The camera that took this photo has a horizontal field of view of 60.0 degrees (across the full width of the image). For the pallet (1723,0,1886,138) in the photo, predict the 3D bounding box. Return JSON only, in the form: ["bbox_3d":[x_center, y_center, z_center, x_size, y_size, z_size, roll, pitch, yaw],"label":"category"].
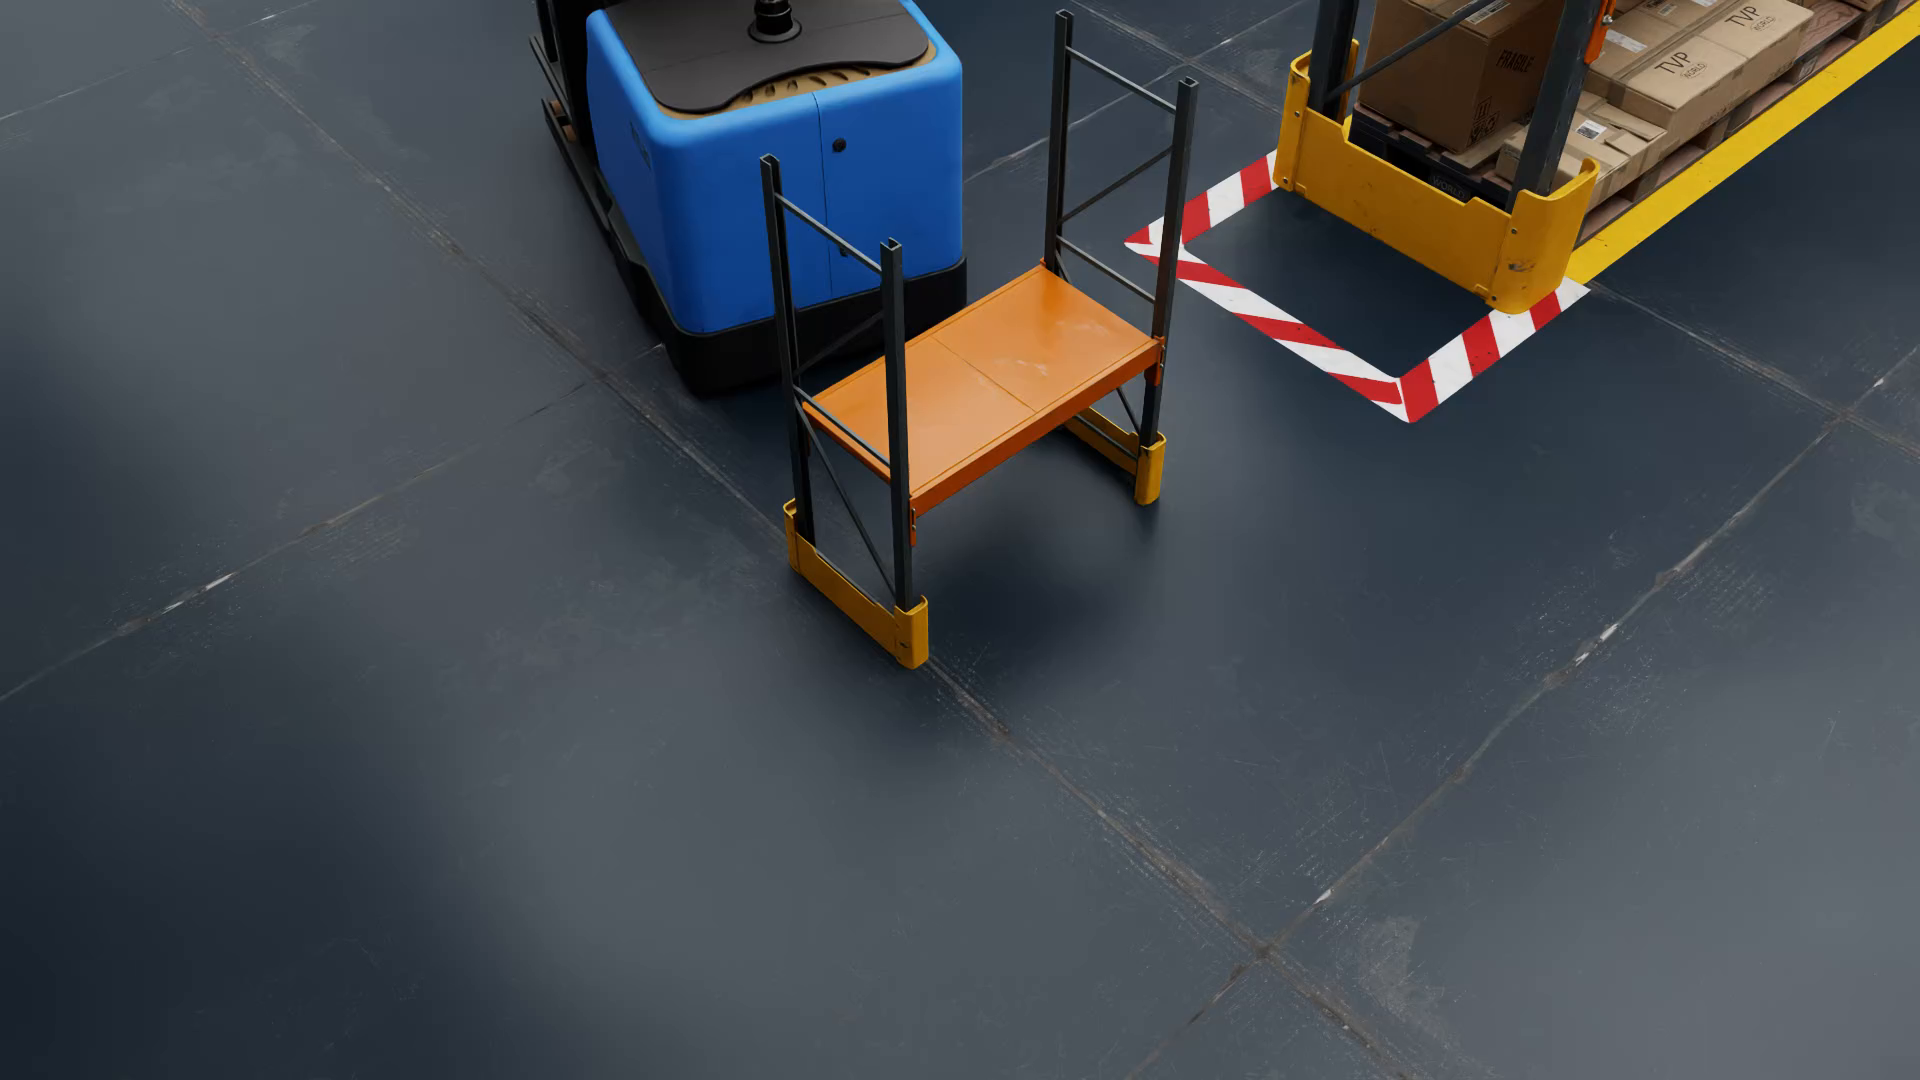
[{"bbox_3d":[3.219,-2.262,7.194,1.213,0.211,1.003,-34,56,-27],"label":"pallet"}]

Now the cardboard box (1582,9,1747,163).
[{"bbox_3d":[2.634,-1.754,6.399,0.500,0.250,0.500,-34,56,-27],"label":"cardboard box"}]

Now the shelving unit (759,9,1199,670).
[{"bbox_3d":[0.056,-0.546,4.734,1.083,1.500,0.587,-34,56,-27],"label":"shelving unit"}]

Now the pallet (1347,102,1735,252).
[{"bbox_3d":[2.316,-1.662,6.640,1.213,0.211,1.003,-34,56,-27],"label":"pallet"}]

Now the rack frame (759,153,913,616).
[{"bbox_3d":[-0.313,-0.299,4.506,0.032,1.500,0.500,-34,56,-27],"label":"rack frame"}]

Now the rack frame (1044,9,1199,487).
[{"bbox_3d":[0.439,-0.802,4.970,0.032,1.500,0.500,-34,56,-27],"label":"rack frame"}]

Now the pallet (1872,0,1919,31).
[{"bbox_3d":[4.122,-2.868,7.753,1.213,0.211,1.003,-34,56,-27],"label":"pallet"}]

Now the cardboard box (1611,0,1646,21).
[{"bbox_3d":[2.631,-2.248,6.855,0.500,0.250,0.500,-34,56,-27],"label":"cardboard box"}]

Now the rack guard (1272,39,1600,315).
[{"bbox_3d":[1.727,-1.365,6.170,0.348,0.500,1.175,-34,56,-27],"label":"rack guard"}]

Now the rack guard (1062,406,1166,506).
[{"bbox_3d":[0.425,-0.369,5.420,0.087,0.250,0.587,-34,56,-27],"label":"rack guard"}]

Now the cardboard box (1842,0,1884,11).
[{"bbox_3d":[3.845,-2.584,7.123,0.500,0.311,0.500,-34,56,-27],"label":"cardboard box"}]

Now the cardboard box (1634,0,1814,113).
[{"bbox_3d":[3.004,-2.001,6.627,0.500,0.250,0.500,-34,56,-27],"label":"cardboard box"}]

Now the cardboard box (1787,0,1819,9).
[{"bbox_3d":[3.244,-2.524,6.937,0.637,0.503,0.797,-34,56,-27],"label":"cardboard box"}]

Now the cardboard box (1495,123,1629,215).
[{"bbox_3d":[2.212,-1.378,6.121,0.250,0.149,0.380,-34,56,-27],"label":"cardboard box"}]

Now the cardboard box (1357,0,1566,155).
[{"bbox_3d":[1.907,-1.880,6.345,0.500,0.500,0.500,-34,56,-27],"label":"cardboard box"}]

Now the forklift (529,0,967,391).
[{"bbox_3d":[-1.031,-2.598,5.653,1.130,2.935,3.031,-18,50,-16],"label":"forklift"}]

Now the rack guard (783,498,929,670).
[{"bbox_3d":[-0.312,0.124,4.966,0.087,0.250,0.587,-34,56,-27],"label":"rack guard"}]

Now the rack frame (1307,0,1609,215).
[{"bbox_3d":[1.671,-2.175,5.216,0.127,3.000,1.000,-34,56,-27],"label":"rack frame"}]

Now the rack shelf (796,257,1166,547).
[{"bbox_3d":[0.063,-0.429,4.870,1.000,0.185,0.538,-34,56,-27],"label":"rack shelf"}]

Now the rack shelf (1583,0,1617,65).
[{"bbox_3d":[3.151,-2.920,6.393,4.000,0.370,1.077,-34,56,-27],"label":"rack shelf"}]

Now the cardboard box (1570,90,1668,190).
[{"bbox_3d":[2.397,-1.507,6.228,0.250,0.166,0.380,-34,56,-27],"label":"cardboard box"}]
